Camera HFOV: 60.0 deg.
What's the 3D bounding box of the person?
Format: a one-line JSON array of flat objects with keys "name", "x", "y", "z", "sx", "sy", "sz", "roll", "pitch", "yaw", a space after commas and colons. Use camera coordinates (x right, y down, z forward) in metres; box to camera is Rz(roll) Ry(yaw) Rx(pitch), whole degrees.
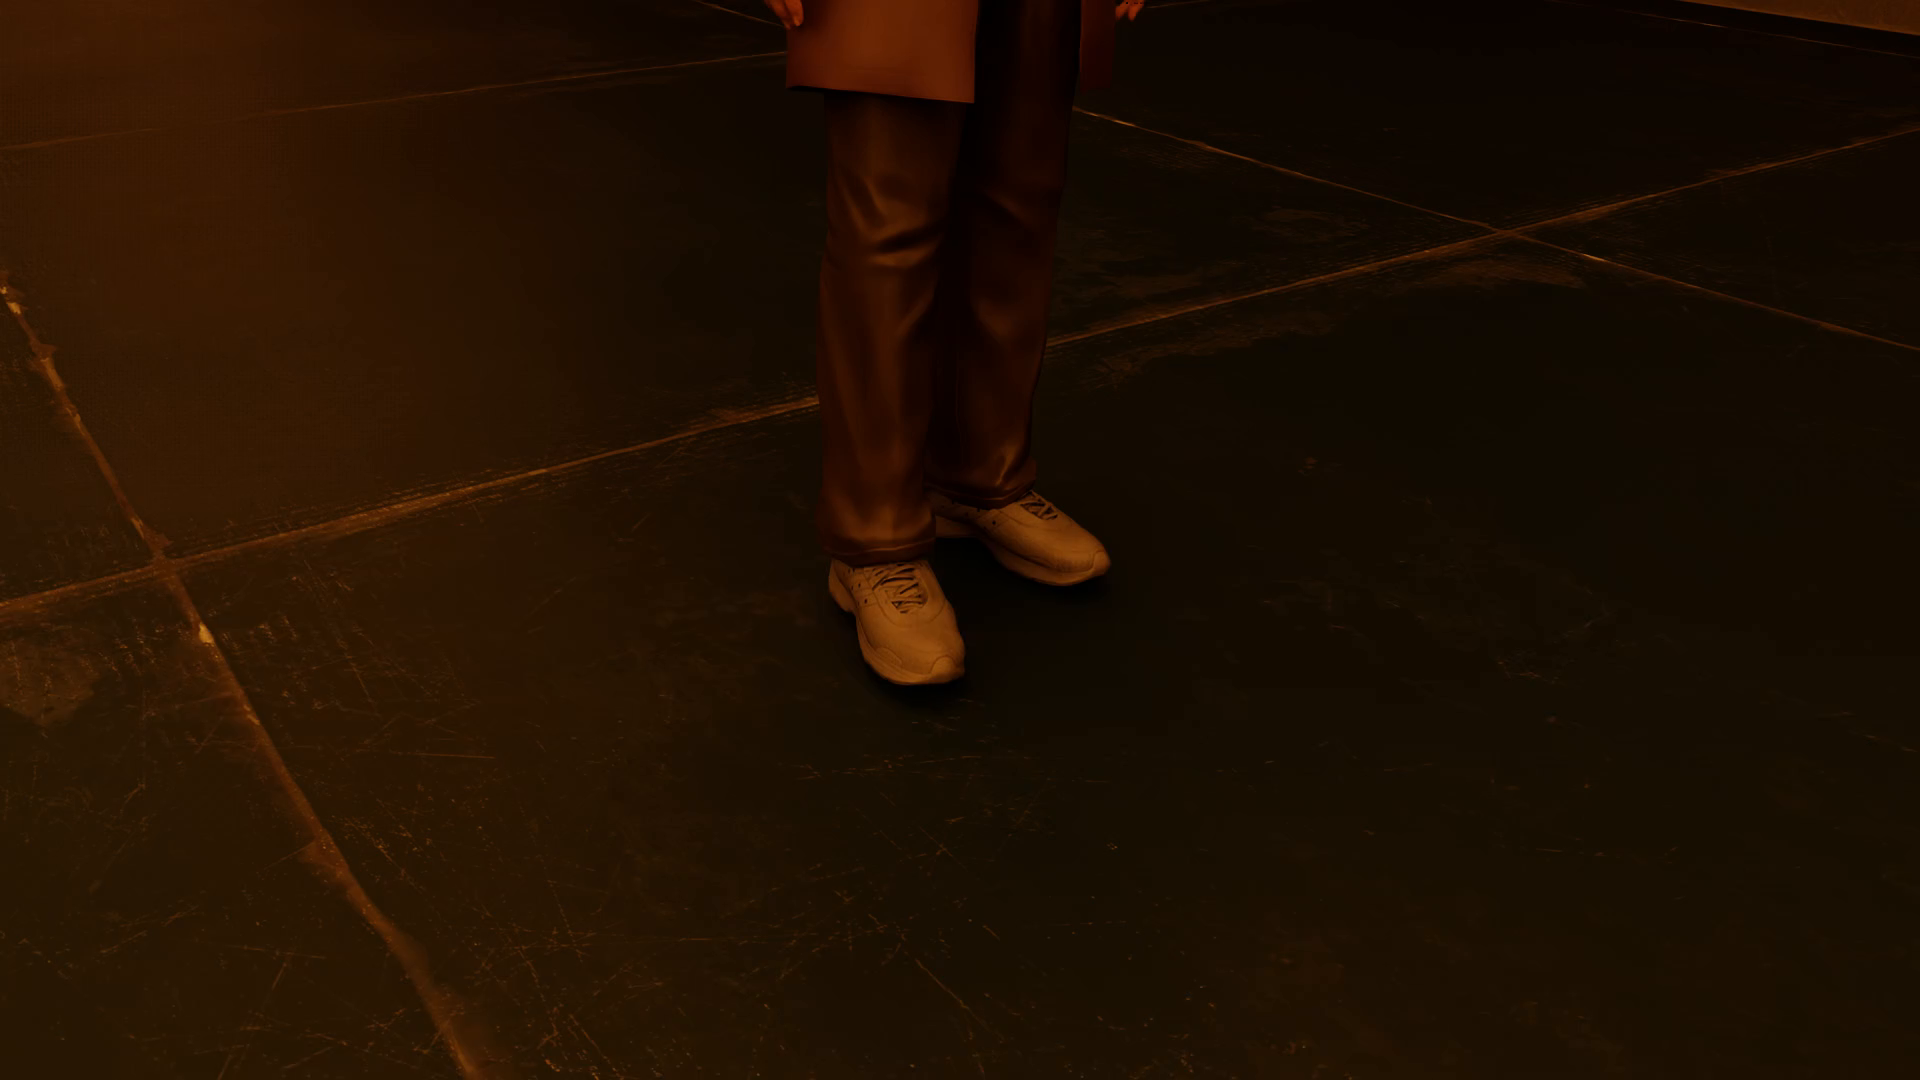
[{"name": "person", "x": 0.049, "y": -0.766, "z": 2.029, "sx": 0.696, "sy": 1.778, "sz": 0.579, "roll": -17, "pitch": 31, "yaw": -31}]
